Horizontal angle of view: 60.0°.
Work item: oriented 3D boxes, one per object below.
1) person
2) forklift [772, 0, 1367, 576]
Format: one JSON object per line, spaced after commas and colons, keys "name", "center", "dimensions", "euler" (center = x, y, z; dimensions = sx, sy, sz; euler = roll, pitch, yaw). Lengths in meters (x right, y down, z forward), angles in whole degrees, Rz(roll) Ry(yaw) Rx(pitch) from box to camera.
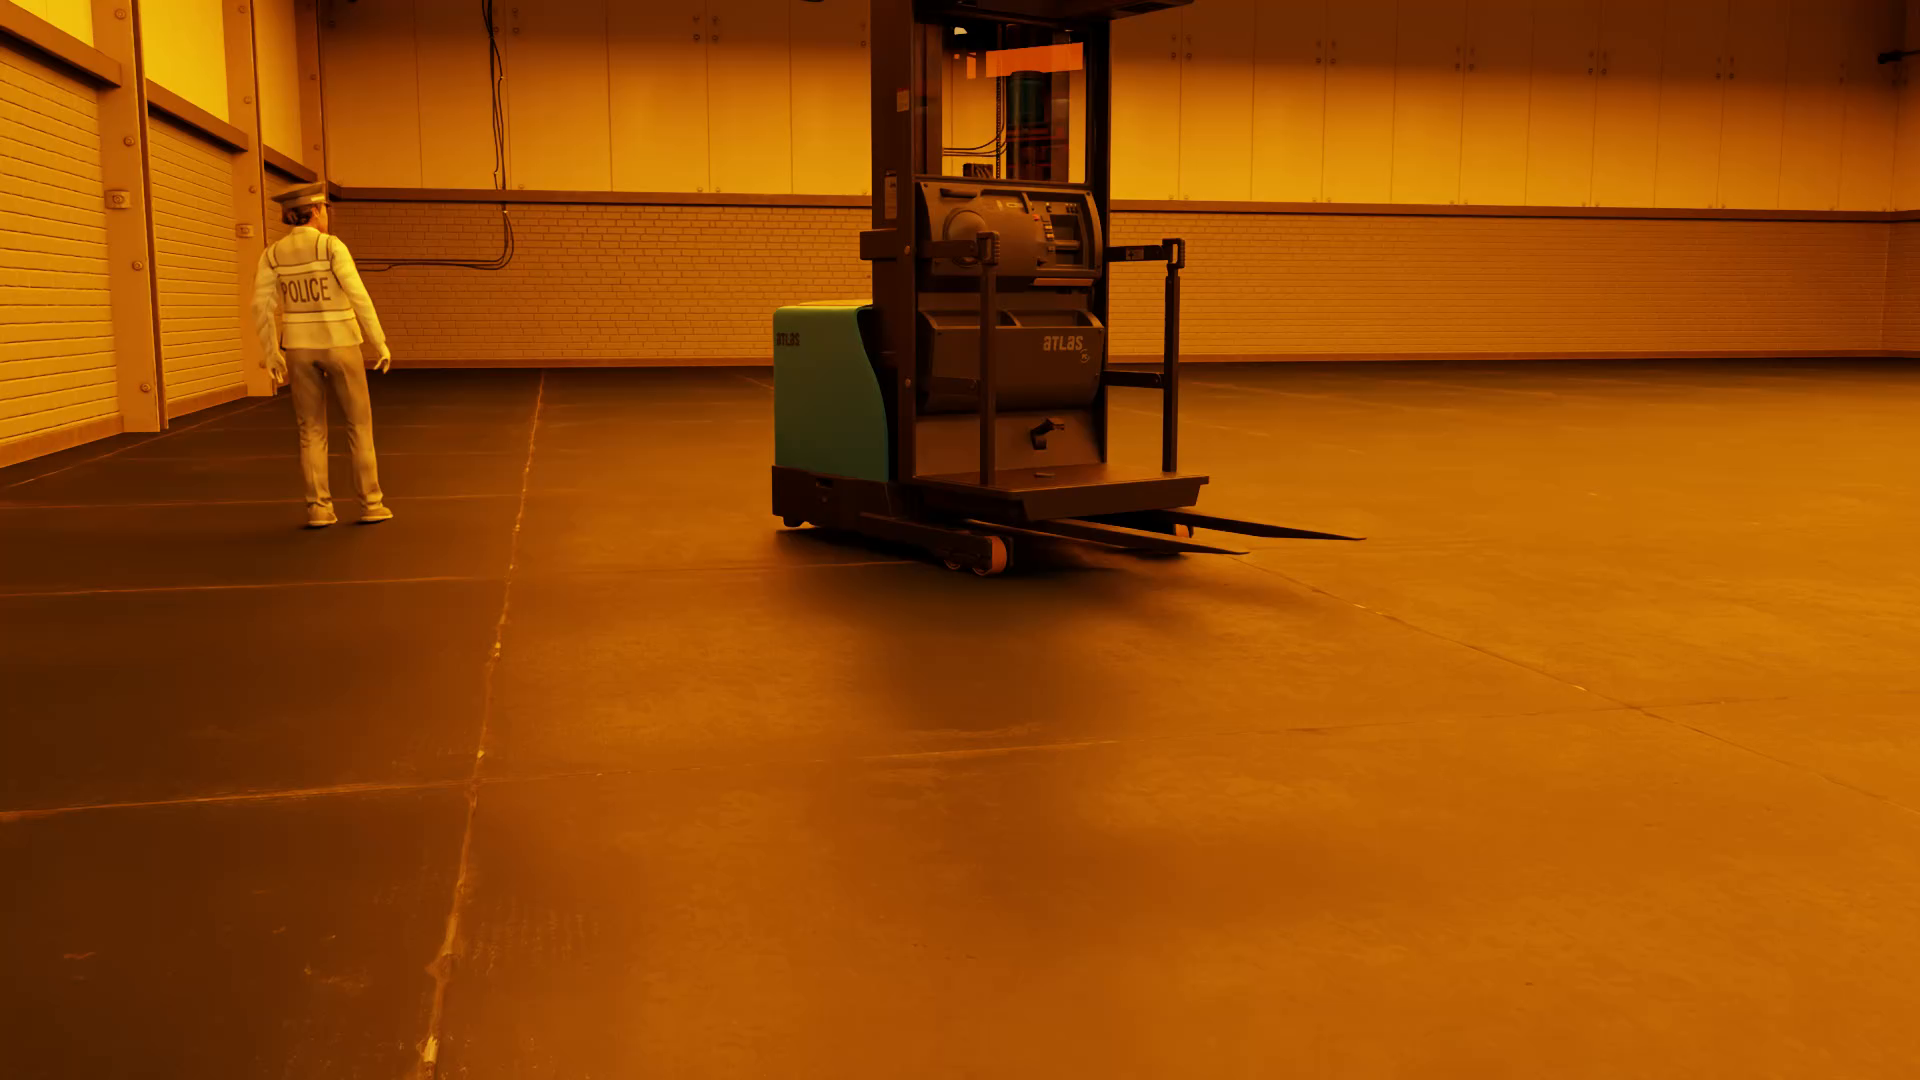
{"name": "person", "center": [-3.113, -0.915, 8.195], "dimensions": [0.646, 1.681, 0.479], "euler": [0, 8, 0]}
{"name": "forklift", "center": [0.355, -1.383, 7.015], "dimensions": [1.130, 2.935, 3.031], "euler": [-6, 10, -35]}
